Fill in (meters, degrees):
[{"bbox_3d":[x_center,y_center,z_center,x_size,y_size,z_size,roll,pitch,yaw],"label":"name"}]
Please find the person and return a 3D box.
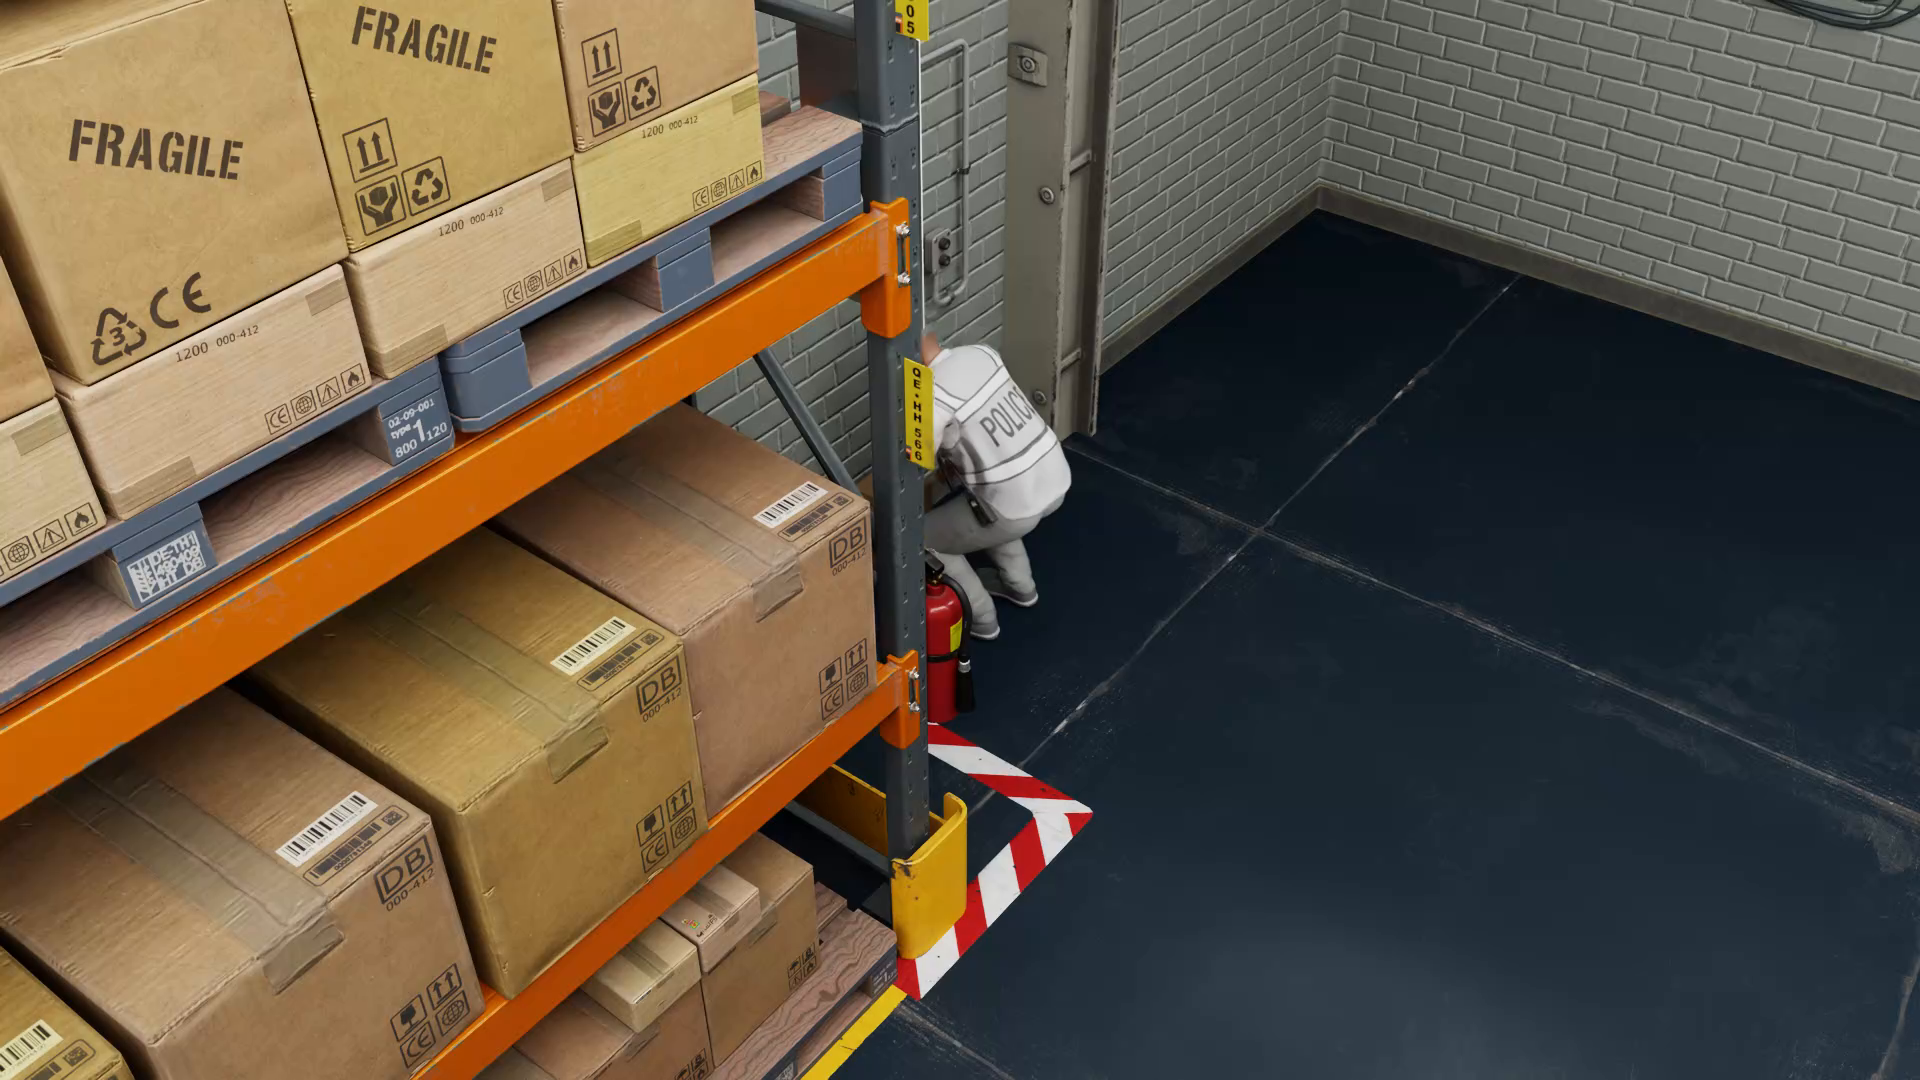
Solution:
[{"bbox_3d":[0.028,-0.248,6.760,0.824,1.383,0.590,26,45,28],"label":"person"}]
